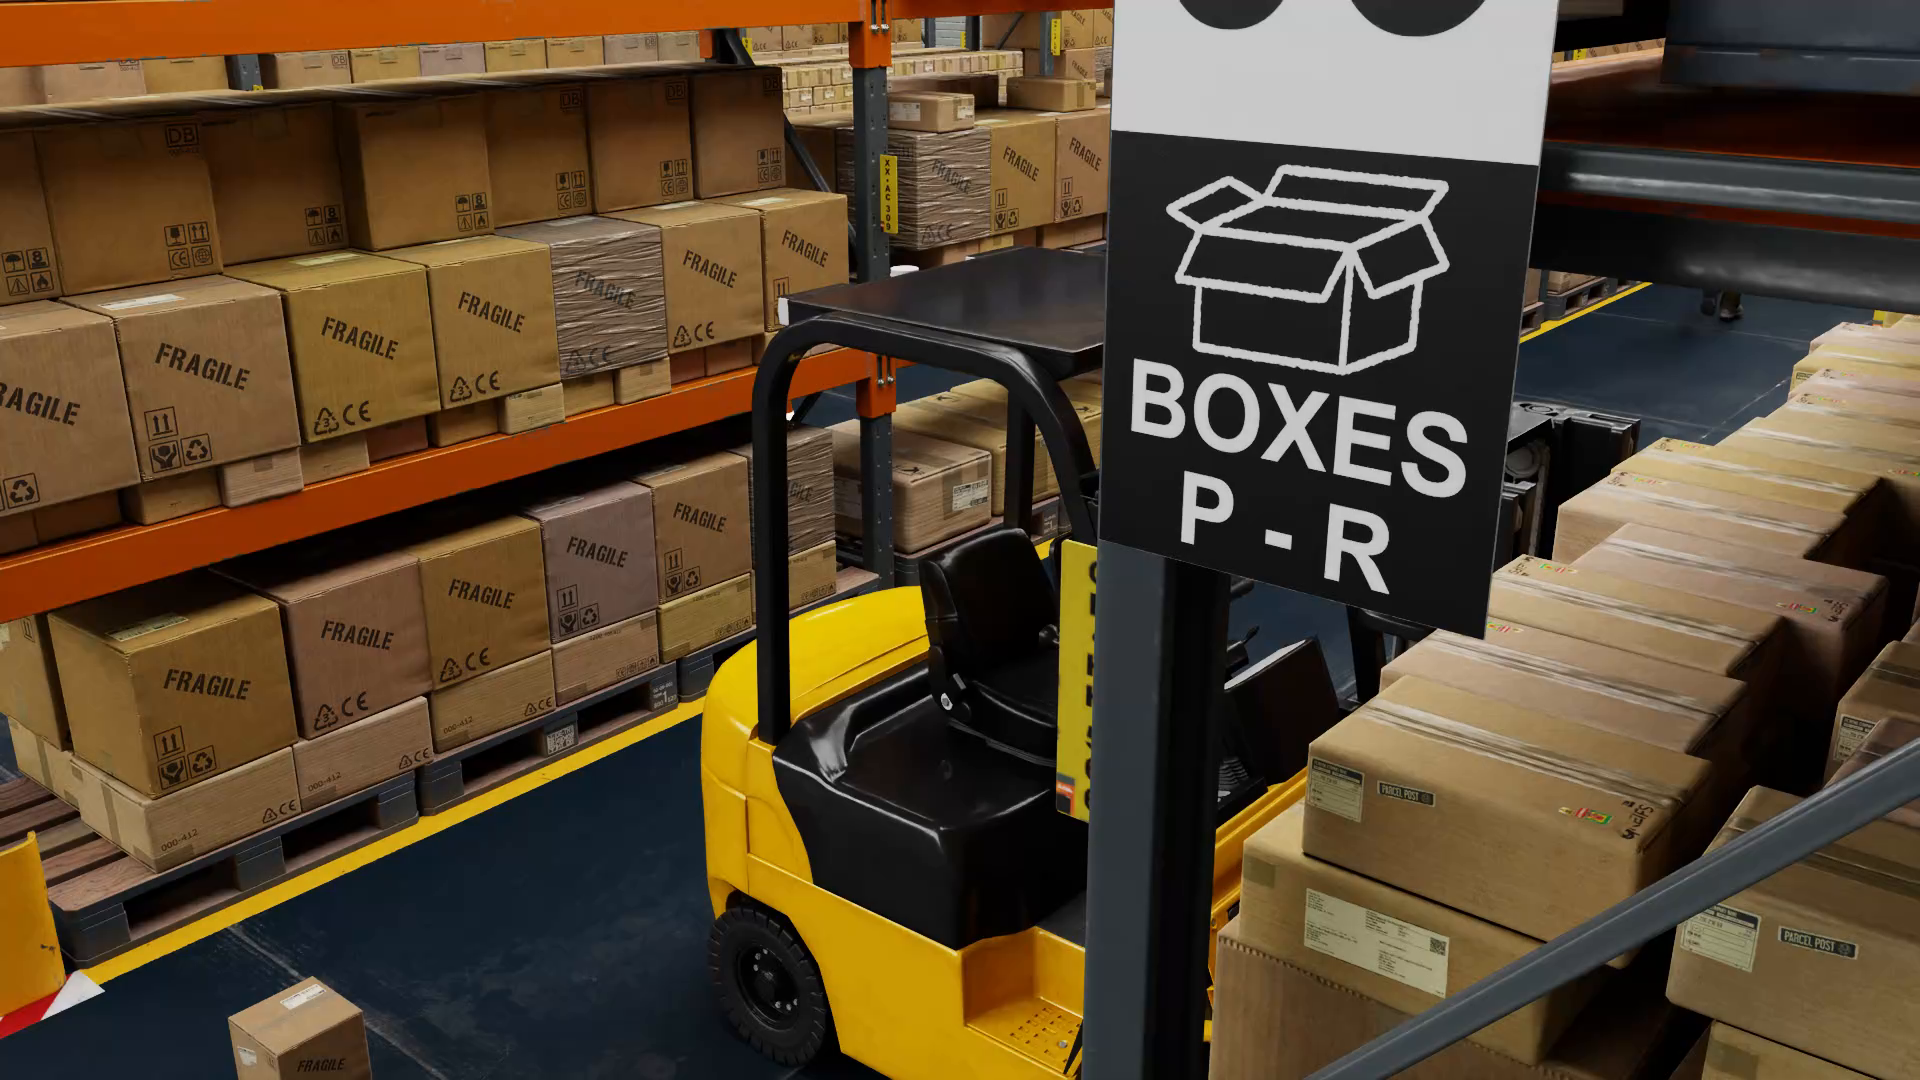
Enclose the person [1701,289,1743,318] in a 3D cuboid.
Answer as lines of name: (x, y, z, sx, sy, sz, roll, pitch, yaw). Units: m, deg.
person: (6.338, -2.581, 13.499, 0.569, 1.559, 0.518, 16, 25, 37)
